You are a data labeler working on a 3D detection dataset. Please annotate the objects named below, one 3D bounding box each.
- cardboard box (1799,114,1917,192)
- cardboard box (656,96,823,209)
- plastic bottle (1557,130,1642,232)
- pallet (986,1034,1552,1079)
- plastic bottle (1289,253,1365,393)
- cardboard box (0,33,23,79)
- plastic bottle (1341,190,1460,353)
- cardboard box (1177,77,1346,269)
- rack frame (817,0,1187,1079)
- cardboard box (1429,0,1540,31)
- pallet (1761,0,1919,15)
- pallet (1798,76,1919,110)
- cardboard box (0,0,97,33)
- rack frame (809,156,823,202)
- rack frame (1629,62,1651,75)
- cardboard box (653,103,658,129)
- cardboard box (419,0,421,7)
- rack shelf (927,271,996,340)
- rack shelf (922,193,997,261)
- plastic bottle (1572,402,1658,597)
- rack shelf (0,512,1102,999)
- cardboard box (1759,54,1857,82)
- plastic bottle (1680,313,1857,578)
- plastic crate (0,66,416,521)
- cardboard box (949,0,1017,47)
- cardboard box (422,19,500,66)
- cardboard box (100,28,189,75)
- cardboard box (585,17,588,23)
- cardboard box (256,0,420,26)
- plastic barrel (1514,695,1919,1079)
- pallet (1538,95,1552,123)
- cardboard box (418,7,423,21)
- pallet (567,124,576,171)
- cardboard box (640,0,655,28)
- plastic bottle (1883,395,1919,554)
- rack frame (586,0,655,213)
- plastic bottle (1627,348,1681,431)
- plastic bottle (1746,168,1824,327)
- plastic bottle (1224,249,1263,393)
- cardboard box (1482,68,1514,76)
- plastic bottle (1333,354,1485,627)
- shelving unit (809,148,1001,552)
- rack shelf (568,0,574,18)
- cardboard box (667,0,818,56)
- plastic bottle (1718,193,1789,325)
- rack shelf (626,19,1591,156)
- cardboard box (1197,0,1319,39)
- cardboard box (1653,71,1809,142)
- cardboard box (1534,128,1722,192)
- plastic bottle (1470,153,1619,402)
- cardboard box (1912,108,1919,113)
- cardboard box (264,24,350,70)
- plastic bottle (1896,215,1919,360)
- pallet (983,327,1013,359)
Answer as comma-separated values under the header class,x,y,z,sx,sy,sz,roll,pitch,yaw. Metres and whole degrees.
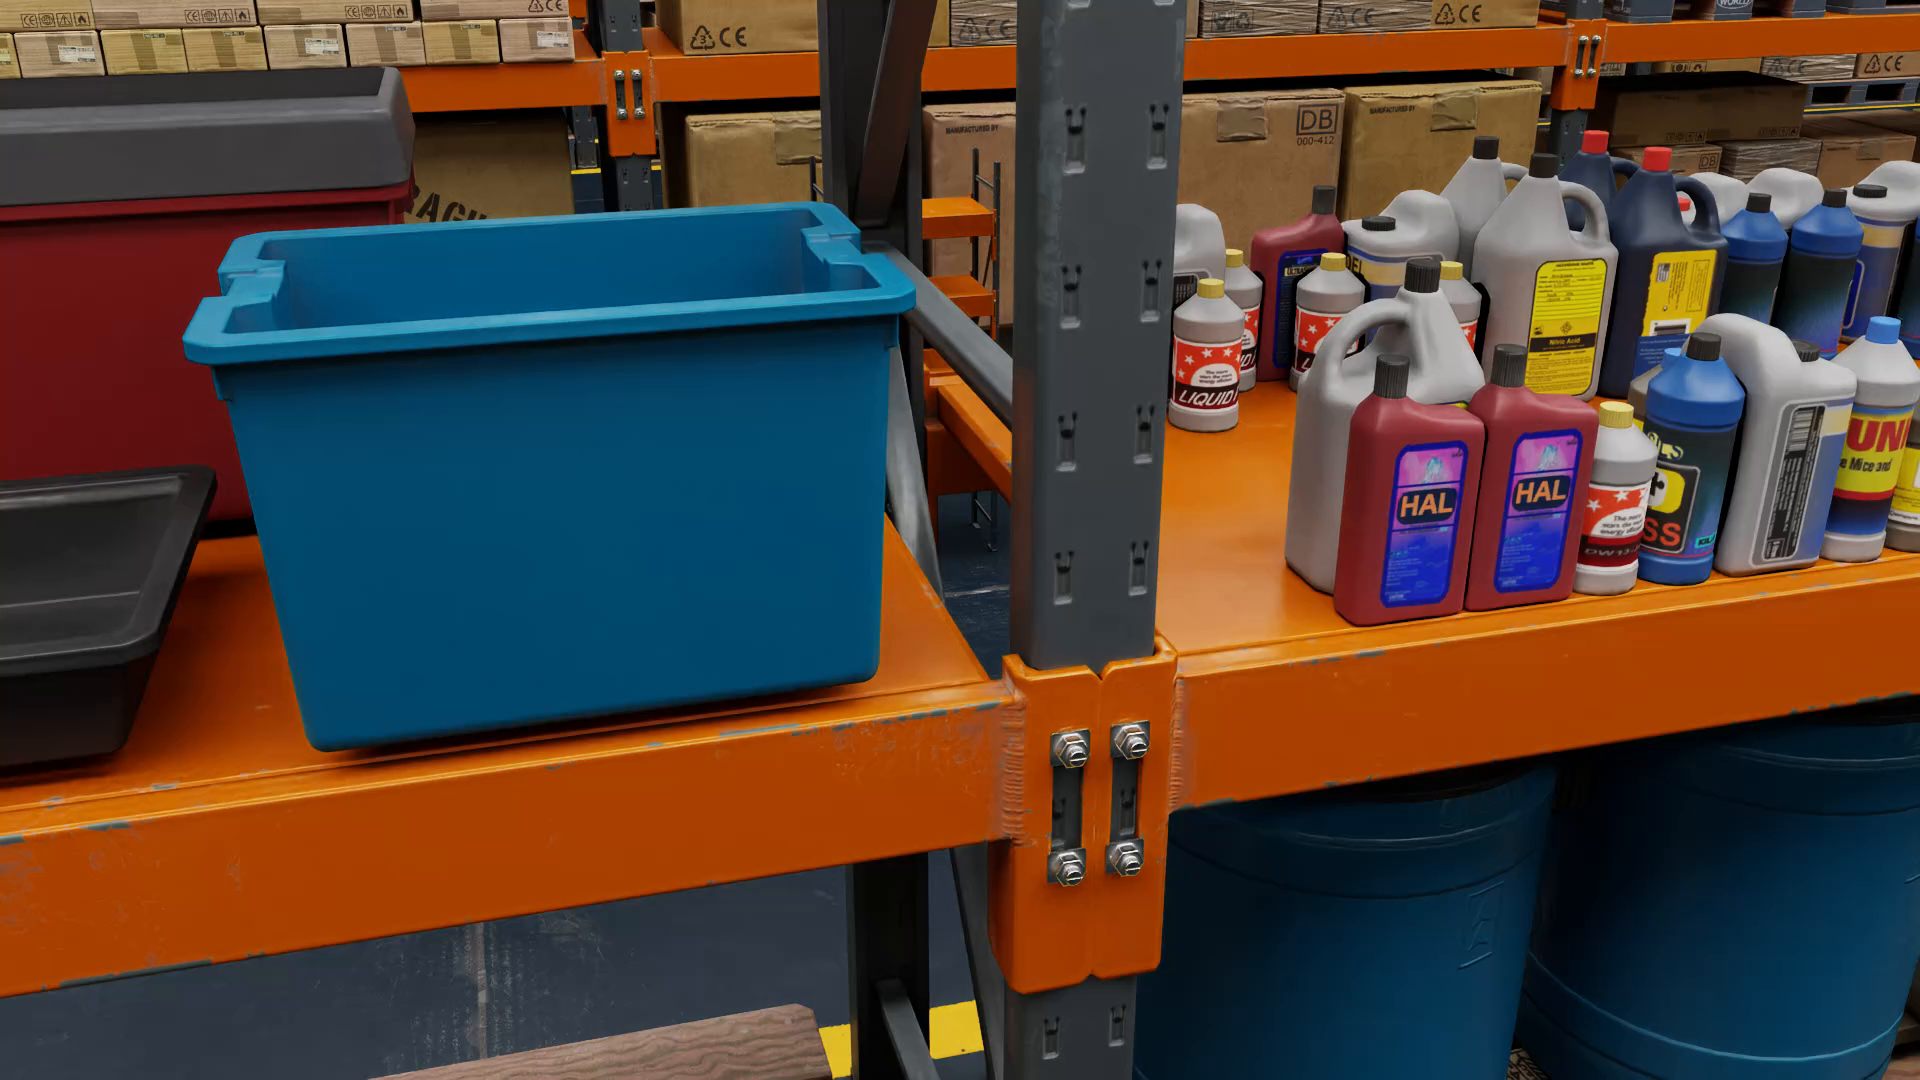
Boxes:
class,x,y,z,sx,sy,sz,roll,pitch,yaw
cardboard box,4.226,-1.797,8.245,0.500,0.500,0.700,-4,24,-10
cardboard box,-0.729,-1.404,6.879,0.875,0.875,1.225,-6,24,-14
plastic bottle,0.973,-0.450,2.557,0.185,0.351,0.144,-6,24,-14
pallet,0.752,0.984,2.688,1.213,0.211,1.003,-6,24,-14
plastic bottle,0.539,-0.318,2.439,0.097,0.201,0.097,0,23,0
cardboard box,-3.279,-1.647,5.602,0.250,0.149,0.380,-7,24,-16
plastic bottle,0.642,-0.377,2.483,0.135,0.276,0.152,-6,24,-14
cardboard box,0.981,-1.596,7.328,0.875,0.875,1.225,-6,24,-14
rack frame,-0.002,-0.231,1.984,0.127,3.000,1.000,-6,24,-14
cardboard box,2.103,-2.437,6.998,0.500,0.500,0.500,-6,24,-13
pallet,4.406,-2.676,7.925,1.213,0.211,1.003,-6,24,-14
pallet,7.050,-3.758,13.741,1.213,0.211,1.003,-6,24,-14
cardboard box,-3.172,-1.869,5.615,0.500,0.250,0.500,-7,24,-15
rack frame,-0.394,-0.508,4.912,0.015,1.200,0.240,-6,24,-14
rack frame,5.120,-4.857,12.766,0.127,3.000,1.000,-6,24,-14
cardboard box,-1.799,-3.027,11.139,0.500,0.500,0.500,-5,24,-12
cardboard box,-1.863,-2.228,6.452,0.500,0.250,0.500,-7,24,-15
rack shelf,-0.159,-0.678,4.911,0.480,0.148,0.258,-6,24,-14
rack shelf,-0.159,-0.895,4.817,0.480,0.148,0.258,-6,24,-14
plastic bottle,0.701,-0.050,1.814,0.097,0.201,0.097,0,23,0
rack shelf,-1.927,0.313,1.629,4.000,0.370,1.077,-6,24,-14
cardboard box,6.612,-4.212,13.423,0.875,0.875,0.875,-6,24,-14
plastic bottle,0.899,-0.117,1.877,0.135,0.276,0.152,-6,24,-14
plastic crate,-0.929,-0.288,1.960,0.583,0.464,0.402,-6,24,-14
cardboard box,0.136,-2.218,6.489,0.500,0.500,0.500,-7,24,-16
cardboard box,-1.793,-1.811,5.986,0.250,0.149,0.380,-6,24,-13
cardboard box,-2.782,-1.702,5.731,0.250,0.149,0.380,-7,24,-15
cardboard box,-3.441,-5.187,15.696,0.875,0.875,0.875,-6,24,-13
cardboard box,-2.192,-1.976,5.865,0.500,0.250,0.500,-6,24,-13
plastic barrel,1.208,0.414,2.611,0.708,0.901,0.600,-6,24,-14
pallet,4.398,-3.465,13.058,1.213,0.211,1.003,-6,24,-14
cardboard box,-2.221,-2.034,6.505,0.250,0.149,0.380,-6,24,-13
pallet,-3.219,-2.639,11.132,1.213,0.211,1.003,-6,24,-14
cardboard box,-1.933,-3.569,11.451,0.500,0.250,0.500,-7,24,-16
plastic bottle,1.112,-0.095,1.920,0.097,0.201,0.097,0,23,0
rack frame,-1.340,-2.111,6.366,0.127,3.000,1.000,-6,24,-14
plastic bottle,0.847,-0.129,1.997,0.097,0.201,0.097,0,23,0
plastic bottle,1.257,-0.445,2.641,0.135,0.276,0.152,-6,24,-14
plastic bottle,0.395,-0.327,2.460,0.097,0.201,0.097,0,23,0
cardboard box,3.617,-3.815,12.657,0.750,0.750,1.050,-6,24,-14
plastic bottle,0.466,-0.054,1.720,0.133,0.283,0.061,-6,24,-14
shelving unit,-0.159,-0.534,4.972,0.503,1.200,0.258,-6,24,-14
rack shelf,-4.508,-3.461,10.425,4.000,0.370,1.077,-6,24,-14
cardboard box,-0.829,-2.111,6.240,0.500,0.500,0.500,-6,24,-14
plastic bottle,1.179,-0.384,2.503,0.097,0.271,0.097,0,23,0
rack shelf,0.586,-1.994,7.005,4.000,0.370,1.077,-6,24,-14
cardboard box,1.123,-2.329,6.747,0.500,0.500,0.500,-7,24,-16
cardboard box,3.657,-2.078,7.951,0.500,0.250,0.500,-4,23,-8
cardboard box,3.151,-1.670,7.949,0.500,0.500,0.700,-8,24,-17
plastic bottle,0.834,-0.376,2.384,0.185,0.351,0.144,-6,24,-14
cardboard box,5.302,-1.916,8.523,0.500,0.500,0.700,-6,24,-15
cardboard box,-2.287,-1.757,5.859,0.250,0.149,0.380,-6,24,-13
plastic bottle,1.532,-0.423,2.594,0.097,0.271,0.097,0,23,0
pallet,0.560,-1.072,7.481,1.213,0.211,1.003,-6,24,-14
